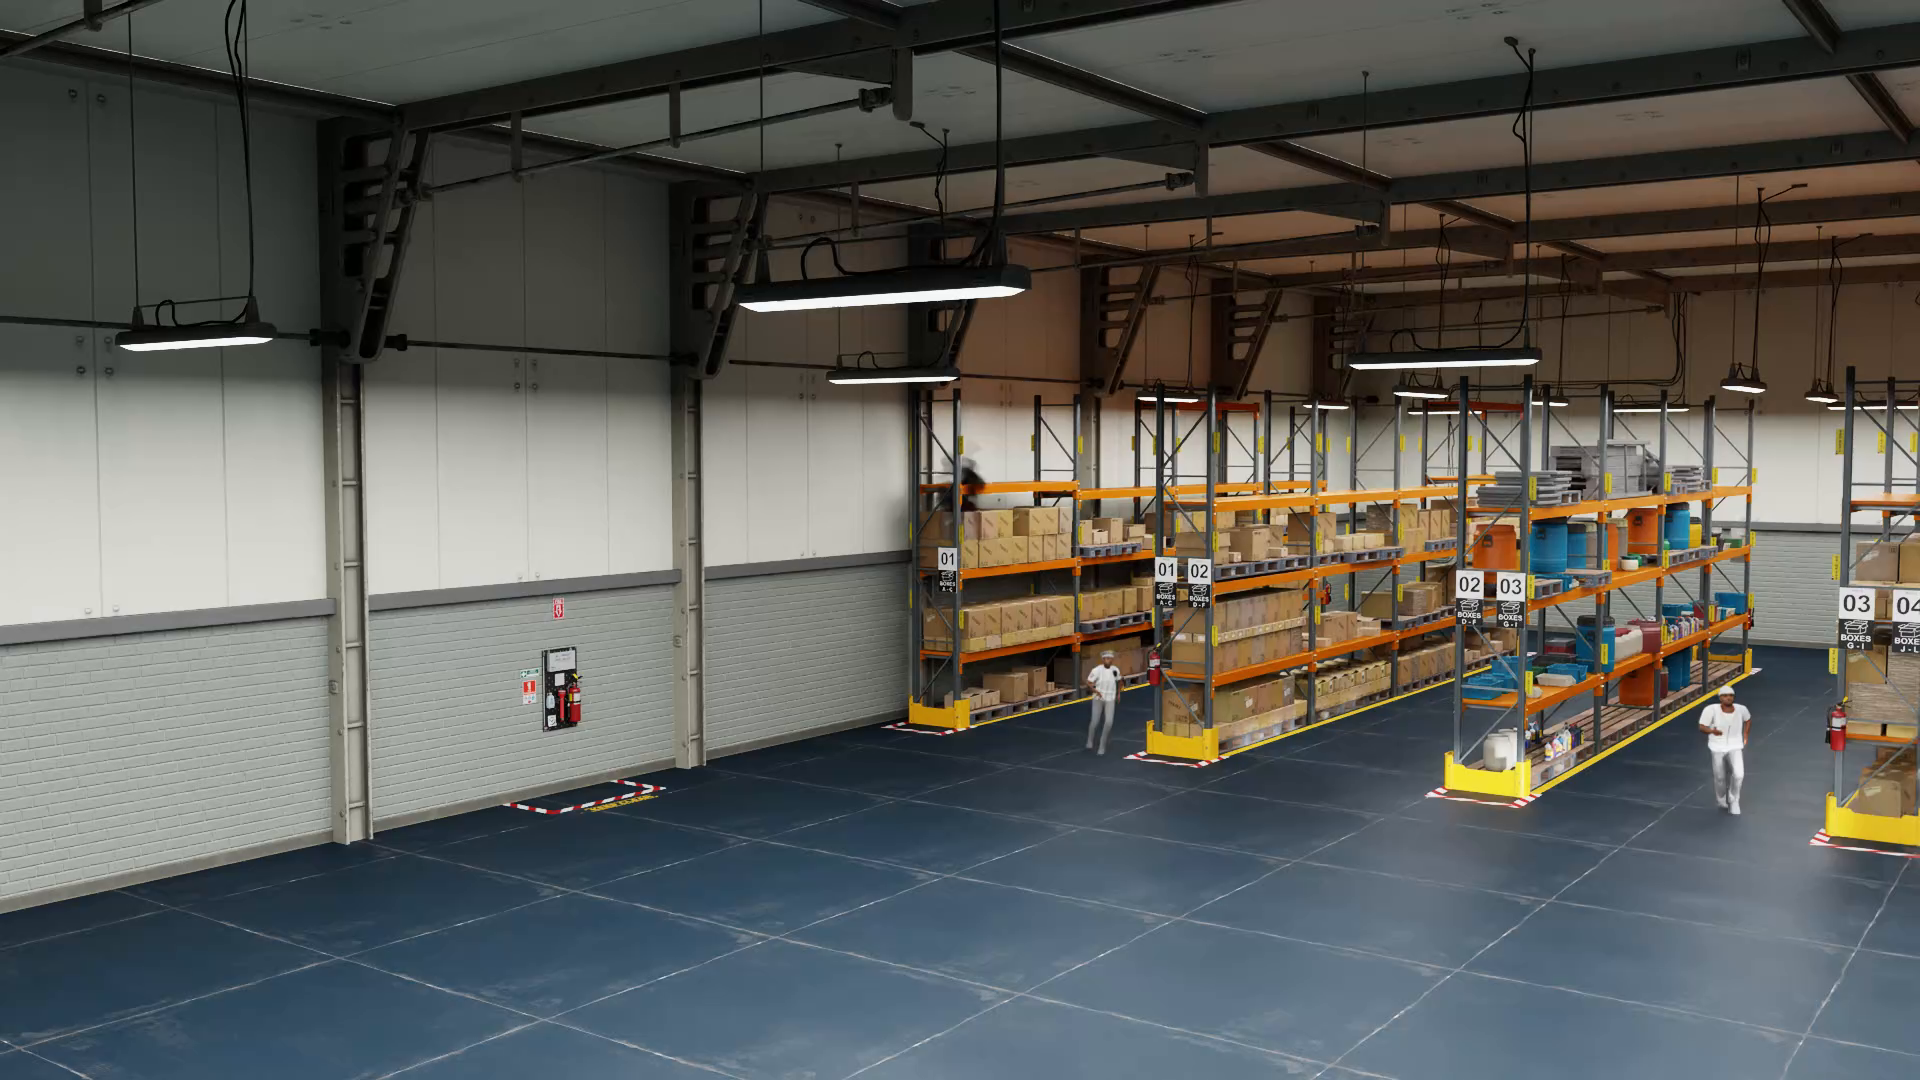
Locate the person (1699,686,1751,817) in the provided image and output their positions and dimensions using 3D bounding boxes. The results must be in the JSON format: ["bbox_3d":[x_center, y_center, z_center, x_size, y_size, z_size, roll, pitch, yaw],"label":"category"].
[{"bbox_3d":[10.377,2.846,22.548,0.680,1.768,0.747,1,3,18],"label":"person"}]

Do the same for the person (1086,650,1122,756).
[{"bbox_3d":[2.354,2.631,27.066,0.625,1.717,0.686,0,3,-3],"label":"person"}]
